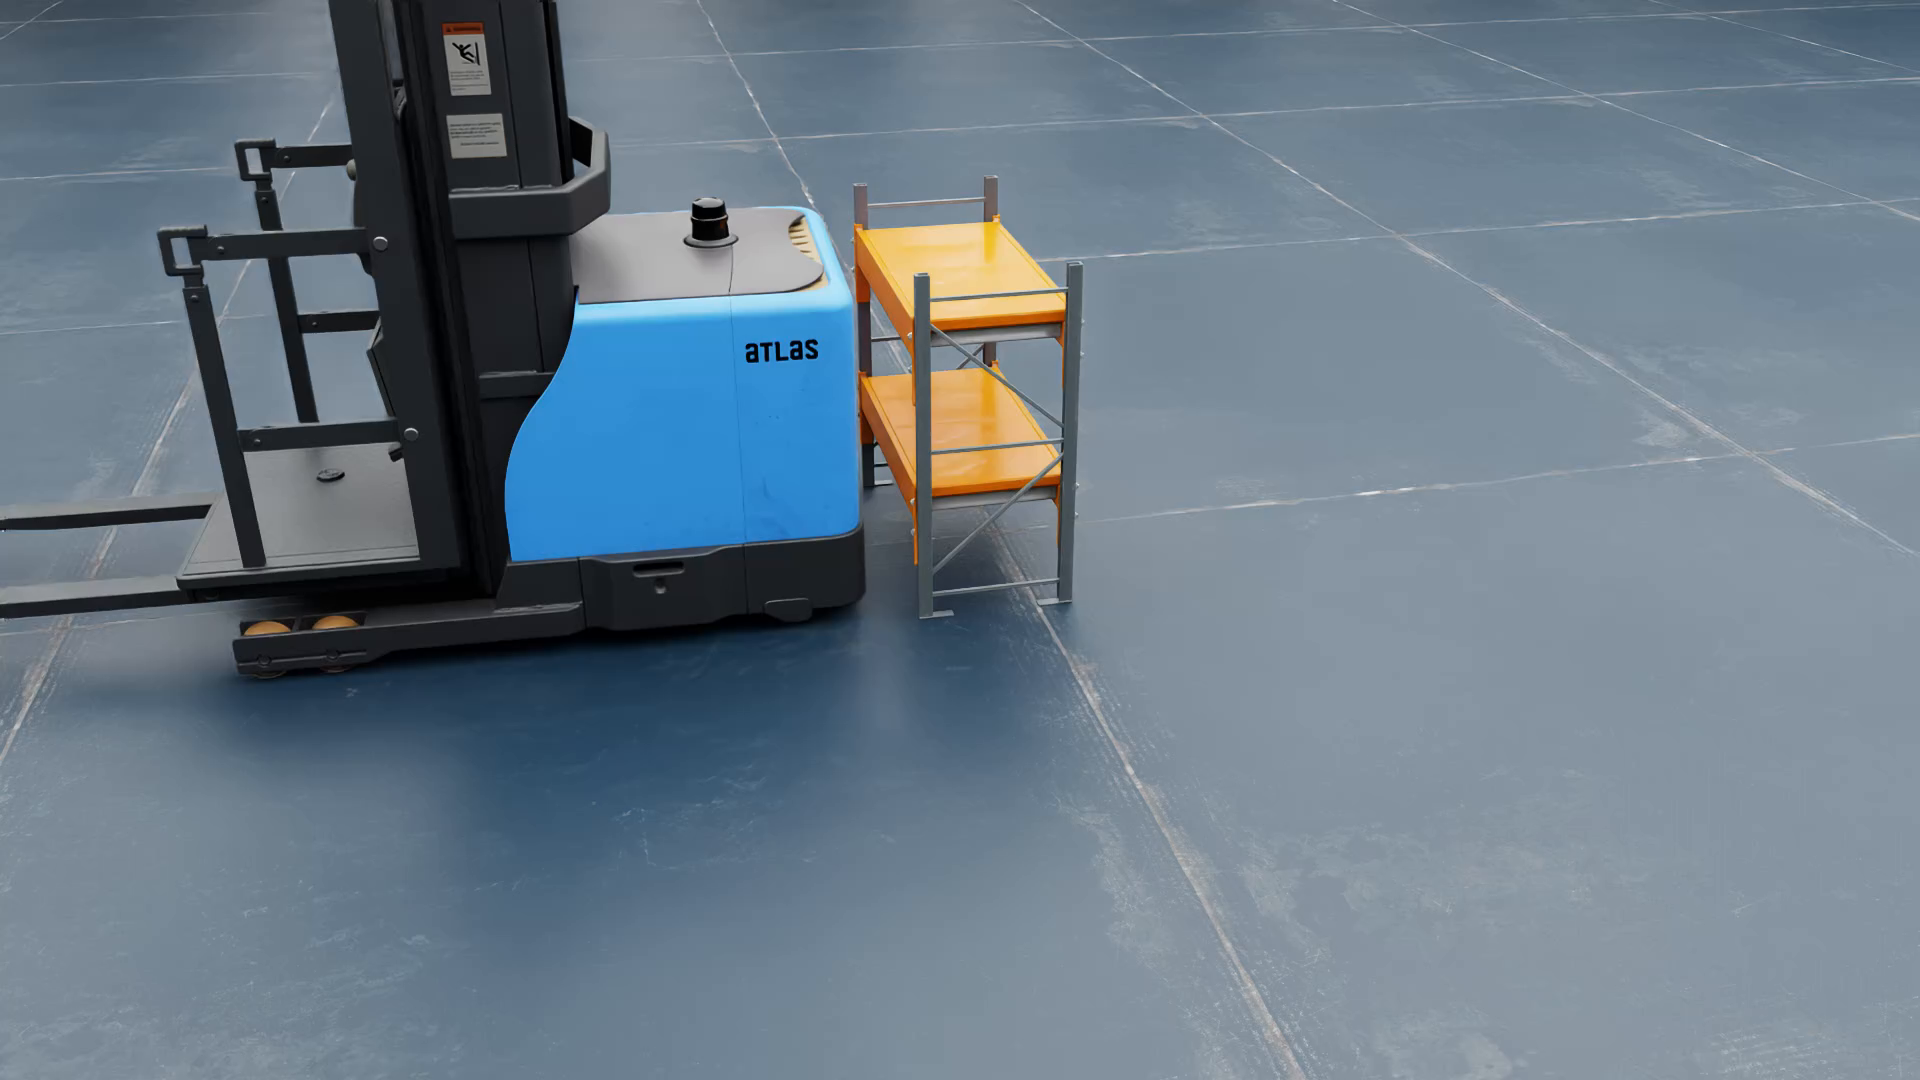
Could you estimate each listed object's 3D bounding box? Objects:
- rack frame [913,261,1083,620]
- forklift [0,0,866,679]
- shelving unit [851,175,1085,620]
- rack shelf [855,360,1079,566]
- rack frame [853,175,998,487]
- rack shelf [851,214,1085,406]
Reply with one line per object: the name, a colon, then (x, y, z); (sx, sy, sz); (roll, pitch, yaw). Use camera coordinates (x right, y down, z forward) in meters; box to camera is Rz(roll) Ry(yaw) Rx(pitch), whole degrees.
rack frame: (0.113, -0.282, 5.060); (0.500, 1.125, 0.032); (-6, 27, -12)
forklift: (-1.866, -1.155, 4.786); (3.031, 2.935, 1.130); (-5, 27, -9)
shelving unit: (-0.002, -0.505, 5.502); (0.538, 1.125, 1.048); (-6, 27, -12)
rack shelf: (-0.002, -0.287, 5.613); (0.538, 0.278, 1.000); (-6, 27, -12)
rack frame: (-0.116, -0.728, 5.945); (0.500, 1.125, 0.032); (-6, 27, -12)
rack shelf: (-0.002, -0.766, 5.371); (0.538, 0.278, 1.000); (-6, 27, -12)
